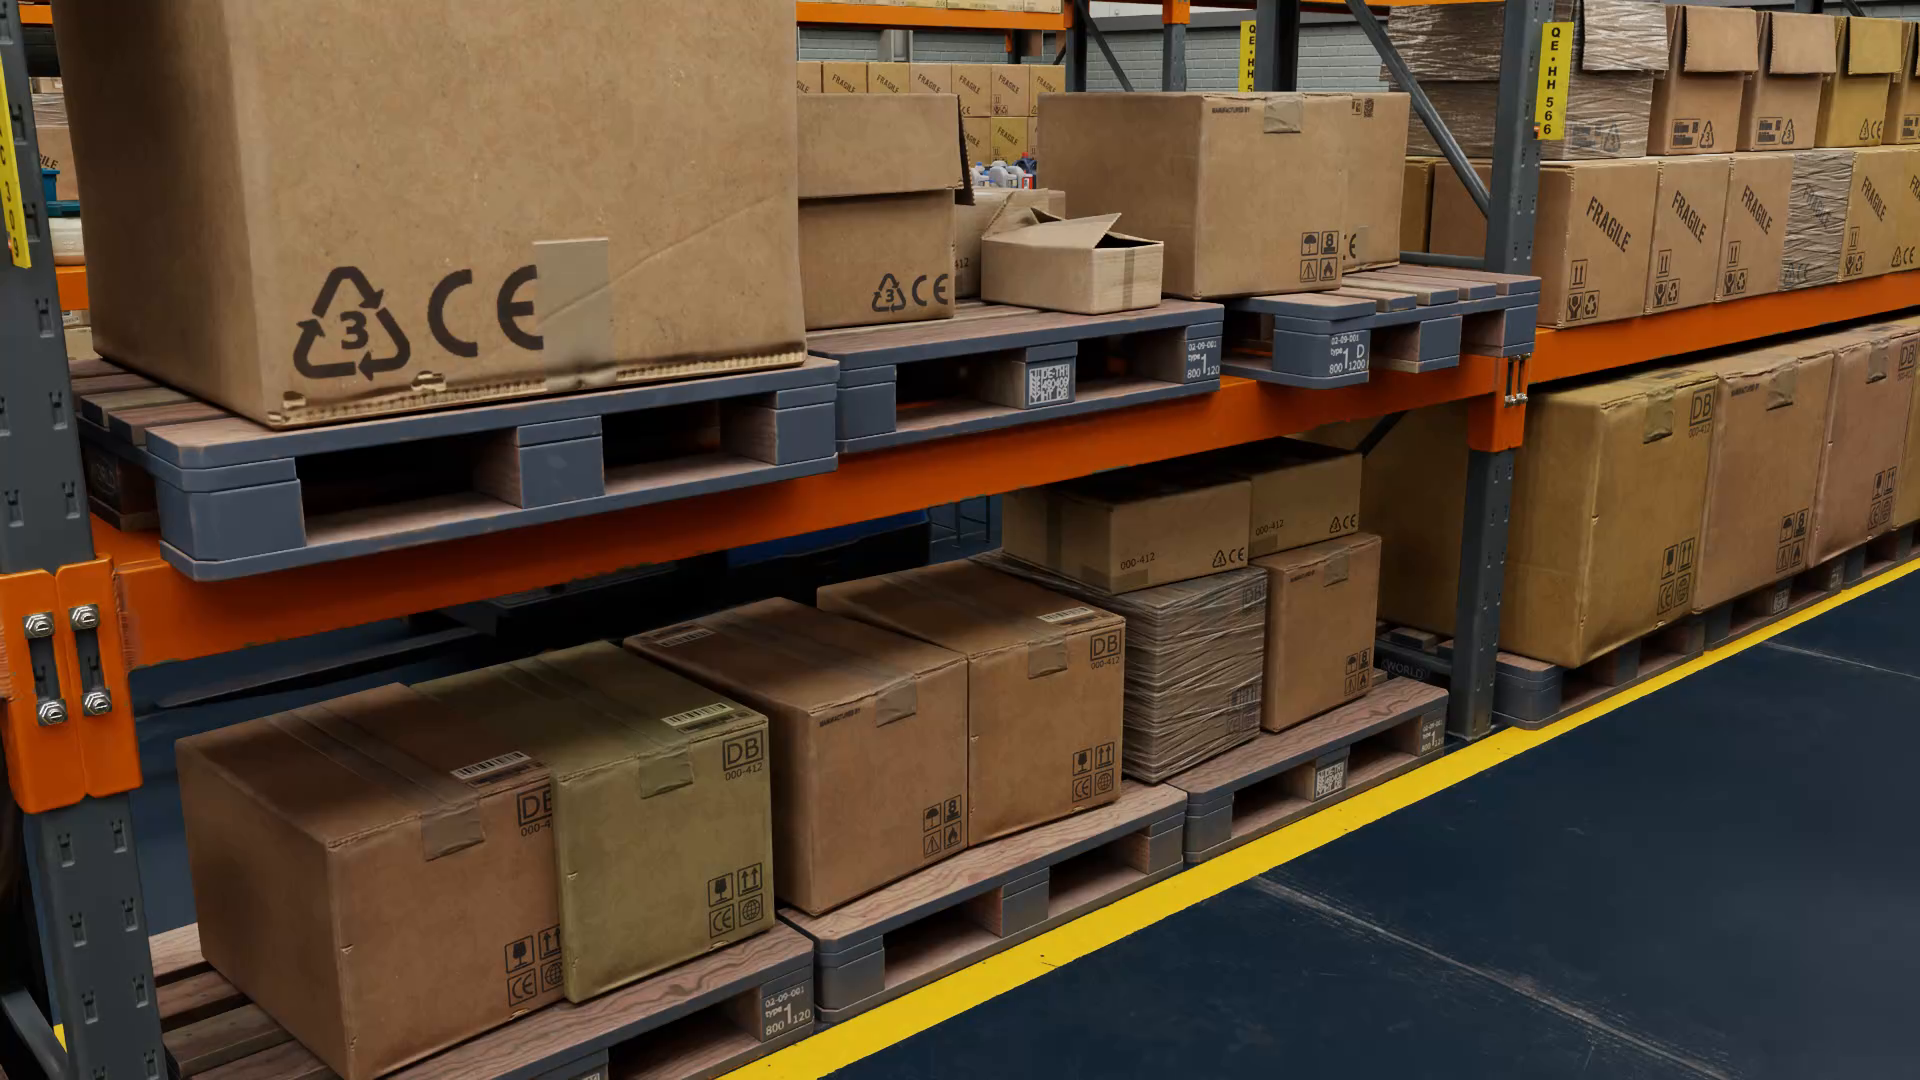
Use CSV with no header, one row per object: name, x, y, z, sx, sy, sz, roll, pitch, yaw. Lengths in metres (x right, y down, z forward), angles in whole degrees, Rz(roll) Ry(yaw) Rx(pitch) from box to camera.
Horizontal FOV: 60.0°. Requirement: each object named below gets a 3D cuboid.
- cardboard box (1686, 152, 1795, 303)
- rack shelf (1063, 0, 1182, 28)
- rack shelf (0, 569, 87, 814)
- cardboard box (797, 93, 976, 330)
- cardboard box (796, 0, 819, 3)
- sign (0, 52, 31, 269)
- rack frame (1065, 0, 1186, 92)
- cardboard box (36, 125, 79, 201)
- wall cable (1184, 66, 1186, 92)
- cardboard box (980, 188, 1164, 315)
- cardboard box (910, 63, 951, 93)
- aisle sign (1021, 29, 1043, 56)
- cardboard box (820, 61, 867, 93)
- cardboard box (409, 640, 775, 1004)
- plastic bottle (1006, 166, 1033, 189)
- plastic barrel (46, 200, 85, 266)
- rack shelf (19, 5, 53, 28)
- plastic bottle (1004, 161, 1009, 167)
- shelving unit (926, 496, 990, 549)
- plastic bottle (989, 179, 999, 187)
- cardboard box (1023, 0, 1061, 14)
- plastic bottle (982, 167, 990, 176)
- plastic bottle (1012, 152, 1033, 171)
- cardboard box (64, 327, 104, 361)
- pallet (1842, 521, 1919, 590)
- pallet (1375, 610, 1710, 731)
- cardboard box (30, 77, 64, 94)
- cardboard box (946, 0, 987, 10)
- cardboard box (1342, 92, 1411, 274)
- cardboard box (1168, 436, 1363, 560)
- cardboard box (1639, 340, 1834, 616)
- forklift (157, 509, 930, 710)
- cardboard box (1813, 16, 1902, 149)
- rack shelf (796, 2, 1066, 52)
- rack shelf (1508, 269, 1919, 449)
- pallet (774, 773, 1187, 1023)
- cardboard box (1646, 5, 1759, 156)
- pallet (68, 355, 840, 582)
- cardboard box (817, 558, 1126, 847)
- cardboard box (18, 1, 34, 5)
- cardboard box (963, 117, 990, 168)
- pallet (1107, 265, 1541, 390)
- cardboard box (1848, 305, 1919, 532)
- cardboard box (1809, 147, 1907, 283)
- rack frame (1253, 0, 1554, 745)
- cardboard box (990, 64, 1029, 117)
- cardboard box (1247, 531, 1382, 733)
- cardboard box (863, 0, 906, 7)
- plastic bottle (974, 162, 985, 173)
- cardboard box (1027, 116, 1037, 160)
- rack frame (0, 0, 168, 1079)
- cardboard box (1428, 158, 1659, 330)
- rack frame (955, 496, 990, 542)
cardboard box,2.660,-1.157,6.074,0.500,0.500,0.500,-13,20,-40
rack shelf,-0.399,-3.308,9.904,4.000,0.370,1.077,-13,19,-39
rack shelf,-3.183,0.460,1.608,4.000,0.370,1.077,-13,19,-39
cardboard box,-0.427,-0.790,3.883,0.637,0.503,0.797,-10,18,-34
cardboard box,-1.610,-4.921,14.840,0.500,0.250,0.500,-13,19,-39
sign,-1.312,-0.540,2.281,0.005,0.325,0.100,-13,19,-39
rack frame,1.109,-2.545,11.467,0.127,3.000,1.000,-13,19,-39
cardboard box,-6.412,-2.594,11.454,0.500,0.500,0.500,-14,20,-42
wall cable,2.125,-7.439,24.178,0.112,2.526,3.097,-13,19,-39
cardboard box,0.262,-0.707,4.029,0.258,0.266,0.396,-13,20,-41
cardboard box,-0.433,-4.329,16.013,0.500,0.500,0.500,-12,19,-38
aisle sign,0.737,-5.513,17.538,0.004,0.787,0.394,-13,19,-39
cardboard box,-1.210,-4.154,15.359,0.500,0.500,0.500,-13,20,-41
cardboard box,-0.825,0.592,3.712,0.500,0.500,0.700,-13,20,-40
plastic bottle,0.368,-2.209,10.446,0.135,0.276,0.152,-13,19,-39
plastic barrel,-3.827,-1.318,7.139,0.301,0.262,0.301,0,15,0
rack shelf,-9.920,-4.559,14.588,4.000,0.370,1.077,-13,19,-39
plastic bottle,0.303,-2.442,11.329,0.097,0.271,0.097,0,15,0
shelving unit,-0.011,-0.577,7.586,0.189,1.200,0.258,-13,19,-39
plastic bottle,0.197,-2.125,10.277,0.097,0.201,0.097,0,15,0
cardboard box,0.664,-5.426,16.731,0.500,0.250,0.500,-13,19,-39
plastic bottle,0.171,-2.205,10.440,0.097,0.271,0.097,0,15,0
plastic bottle,0.397,-2.299,10.640,0.185,0.351,0.144,-13,19,-39
cardboard box,-6.162,-1.398,11.686,0.500,0.250,0.500,-12,19,-38
pallet,3.828,-0.089,7.673,1.213,0.211,1.003,-13,19,-39
pallet,1.987,0.325,6.125,1.213,0.211,1.003,-13,19,-39
cardboard box,-8.652,-4.307,15.757,0.380,0.149,0.250,13,20,40
cardboard box,-0.089,-5.257,16.095,0.500,0.250,0.500,-13,19,-39
cardboard box,0.962,-1.056,4.882,0.500,0.500,0.500,13,20,40
cardboard box,0.857,-0.151,5.043,0.500,0.250,0.500,-12,19,-37
cardboard box,2.555,-0.342,6.523,0.875,0.875,1.225,-13,19,-39
forklift,-1.536,-1.029,5.922,3.031,2.935,1.130,-14,20,-42
cardboard box,3.359,-1.890,6.877,0.637,0.503,0.797,-12,19,-39
rack shelf,-0.631,-4.951,16.054,4.000,0.370,1.077,-13,19,-39
rack shelf,2.852,-0.895,6.682,4.000,0.370,1.077,-13,19,-39
pallet,-0.167,0.781,4.416,1.213,0.211,1.003,-13,19,-39
cardboard box,2.399,-1.667,6.041,0.637,0.503,0.797,-12,19,-38
pallet,-1.002,-0.234,3.187,1.213,0.211,1.003,-13,19,-39
cardboard box,0.018,0.403,4.421,0.500,0.500,0.700,-11,18,-35
cardboard box,-8.777,-5.038,15.119,0.500,0.311,0.500,-13,19,-39
cardboard box,-0.050,-3.935,16.477,0.500,0.500,0.500,-12,19,-39
pallet,0.875,-0.669,4.816,1.003,0.211,1.213,-13,19,-39
cardboard box,3.891,-0.645,7.657,0.875,0.875,1.225,-13,19,-39
cardboard box,3.420,-1.325,6.703,0.500,0.500,0.500,-13,20,-40
rack frame,1.343,-0.904,5.320,0.127,3.000,1.000,-13,19,-39
cardboard box,0.342,-4.505,16.671,0.500,0.500,0.500,-12,19,-38
cardboard box,0.851,0.209,5.147,0.500,0.500,0.700,-14,20,-42
cardboard box,-0.852,-5.090,15.470,0.500,0.250,0.500,-13,19,-39
plastic bottle,0.129,-2.403,11.182,0.097,0.271,0.097,0,15,0
cardboard box,0.719,-4.107,17.121,0.500,0.500,0.500,-12,19,-38
rack frame,-1.674,-0.226,2.784,0.127,3.000,1.000,-13,19,-39
cardboard box,1.888,-0.981,5.418,0.500,0.500,0.500,-12,19,-38
rack frame,0.058,-0.593,7.644,0.006,1.200,0.240,-13,19,-39
